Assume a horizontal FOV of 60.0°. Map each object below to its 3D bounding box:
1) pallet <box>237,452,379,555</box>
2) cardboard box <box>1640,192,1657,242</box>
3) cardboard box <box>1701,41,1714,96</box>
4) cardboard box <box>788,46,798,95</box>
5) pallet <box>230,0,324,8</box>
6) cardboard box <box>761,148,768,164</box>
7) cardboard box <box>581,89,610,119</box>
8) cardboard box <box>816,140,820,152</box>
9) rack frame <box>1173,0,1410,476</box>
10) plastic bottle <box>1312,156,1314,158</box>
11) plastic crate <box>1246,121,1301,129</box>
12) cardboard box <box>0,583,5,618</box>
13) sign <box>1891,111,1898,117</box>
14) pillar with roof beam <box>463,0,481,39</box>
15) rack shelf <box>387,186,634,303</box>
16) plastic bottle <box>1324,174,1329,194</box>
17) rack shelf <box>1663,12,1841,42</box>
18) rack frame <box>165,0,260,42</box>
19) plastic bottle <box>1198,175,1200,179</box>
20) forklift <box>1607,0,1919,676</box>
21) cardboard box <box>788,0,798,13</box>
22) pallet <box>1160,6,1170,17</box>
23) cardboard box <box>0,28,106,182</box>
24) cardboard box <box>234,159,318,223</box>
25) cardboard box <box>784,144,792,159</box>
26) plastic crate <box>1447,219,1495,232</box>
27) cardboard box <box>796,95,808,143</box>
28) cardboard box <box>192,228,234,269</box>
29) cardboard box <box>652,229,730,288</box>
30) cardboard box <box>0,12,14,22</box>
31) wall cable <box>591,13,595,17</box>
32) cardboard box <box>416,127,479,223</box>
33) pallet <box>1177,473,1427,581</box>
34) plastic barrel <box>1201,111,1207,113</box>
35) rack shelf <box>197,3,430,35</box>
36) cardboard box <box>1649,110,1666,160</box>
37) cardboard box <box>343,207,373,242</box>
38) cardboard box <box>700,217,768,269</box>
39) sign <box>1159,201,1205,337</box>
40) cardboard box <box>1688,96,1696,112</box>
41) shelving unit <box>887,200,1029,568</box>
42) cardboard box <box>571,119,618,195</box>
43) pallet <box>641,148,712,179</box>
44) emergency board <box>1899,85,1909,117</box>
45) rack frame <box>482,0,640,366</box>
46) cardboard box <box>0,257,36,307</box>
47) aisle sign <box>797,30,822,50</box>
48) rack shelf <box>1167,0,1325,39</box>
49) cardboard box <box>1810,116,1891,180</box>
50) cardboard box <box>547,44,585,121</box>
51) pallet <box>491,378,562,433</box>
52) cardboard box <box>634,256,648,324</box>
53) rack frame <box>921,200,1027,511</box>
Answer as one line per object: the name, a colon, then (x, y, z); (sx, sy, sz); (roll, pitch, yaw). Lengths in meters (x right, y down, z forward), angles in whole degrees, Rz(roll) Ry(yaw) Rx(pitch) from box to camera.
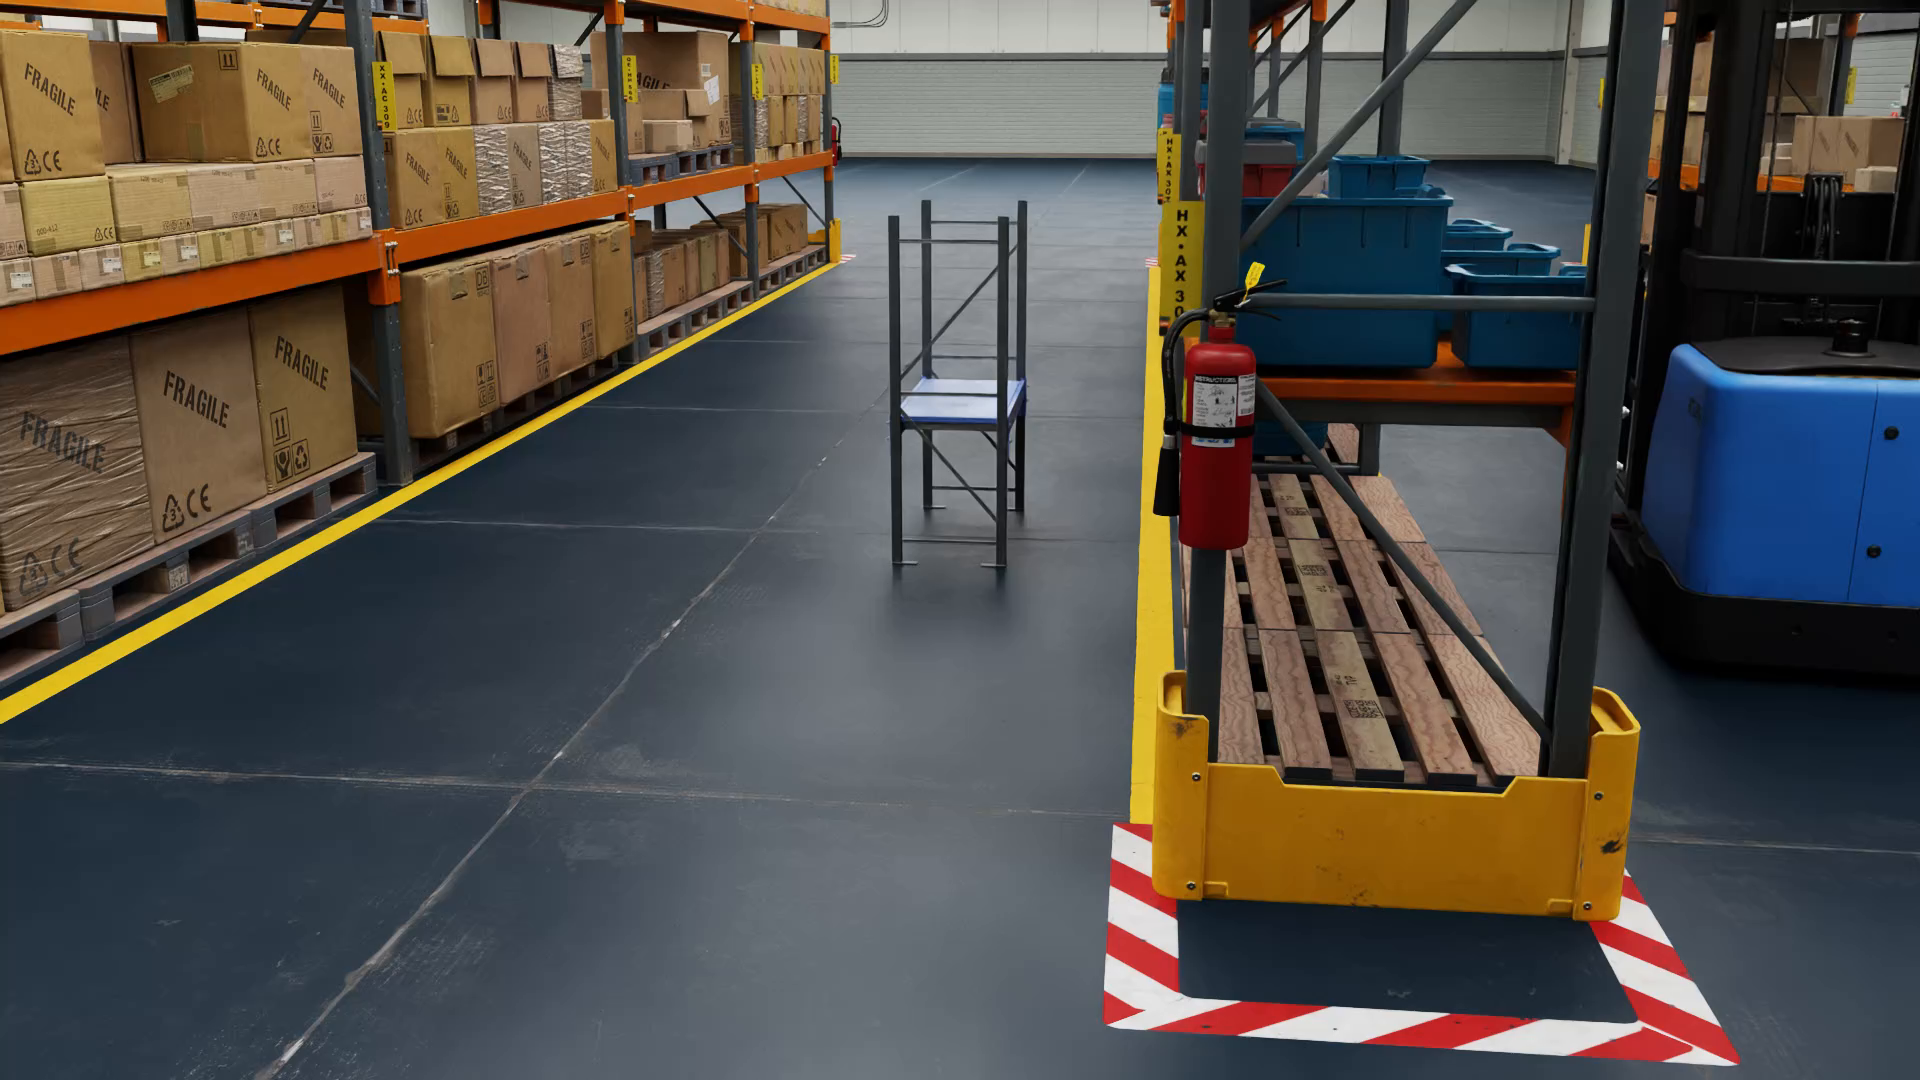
pallet: (-3.549, -0.206, 8.018); (1.003, 0.211, 1.213); (2, 15, 6)
cardboard box: (7.431, -3.411, 17.558); (0.500, 0.500, 0.500); (2, 15, 6)
cardboard box: (7.459, -4.450, 15.695); (0.700, 0.500, 0.500); (2, 15, 6)
cardboard box: (-2.022, -4.995, 17.710); (0.500, 0.500, 0.500); (2, 15, 6)
pallet: (-7.297, -5.611, 17.089); (1.003, 0.211, 1.213); (2, 15, 6)
cardboard box: (-2.119, -3.812, 16.493); (0.380, 0.149, 0.250); (2, 15, 6)
cardboard box: (-2.913, -3.176, 12.666); (0.500, 0.500, 0.500); (0, 15, -1)
cardboard box: (-1.859, -4.658, 19.622); (0.380, 0.149, 0.250); (2, 15, 6)
rack frame: (1.536, -1.601, 7.836); (1.000, 3.000, 0.127); (2, 15, 6)
plastic bottle: (2.339, -2.405, 11.032); (0.061, 0.283, 0.133); (2, 15, 6)
plastic crate: (2.473, -3.079, 13.181); (0.402, 0.464, 0.583); (2, 15, 6)
cardboard box: (-3.844, -0.055, 5.384); (0.875, 0.875, 0.875); (2, 15, 6)
sign: (14.673, -6.568, 26.137); (0.001, 0.329, 0.234); (2, 15, 6)
pillar with roof beam: (-10.122, -15.692, 48.455); (9.100, 9.000, 0.400); (2, 15, 6)
rack shelf: (-3.160, -1.918, 10.387); (1.077, 0.370, 4.000); (2, 15, 6)
plastic bottle: (2.071, -1.890, 9.142); (0.152, 0.276, 0.135); (2, 15, 6)
rack shelf: (7.585, -5.148, 16.587); (1.077, 0.370, 4.000); (2, 15, 6)
rack frame: (-7.400, -3.994, 16.686); (1.000, 3.000, 0.127); (2, 15, 6)
plastic bottle: (1.335, -1.873, 8.937); (0.144, 0.351, 0.185); (2, 15, 6)
forklift: (3.371, -1.280, 6.780); (1.130, 2.935, 3.031); (4, 16, 13)
cardboard box: (-2.005, -5.709, 17.570); (0.500, 0.250, 0.500); (1, 15, 5)
pallet: (2.699, -5.858, 18.196); (1.003, 0.211, 1.213); (2, 15, 6)
cardboard box: (-3.406, -1.523, 5.830); (0.500, 0.500, 0.500); (1, 15, 5)
cardboard box: (-3.231, -1.561, 7.407); (0.500, 0.250, 0.500); (2, 15, 8)
cardboard box: (-2.004, -4.137, 17.695); (0.380, 0.149, 0.250); (2, 15, 6)
plastic crate: (1.622, -0.985, 5.765); (0.416, 0.233, 0.300); (2, 15, 6)
cardboard box: (-2.158, -4.647, 18.341); (0.875, 0.500, 0.500); (2, 15, 6)
cardboard box: (-3.239, -1.203, 6.847); (0.380, 0.149, 0.250); (1, 15, 5)
cardboard box: (-2.574, -2.669, 15.731); (0.700, 0.500, 0.500); (1, 15, 2)
cardboard box: (-11.636, -6.311, 19.991); (0.380, 0.149, 0.250); (2, 15, 7)
wall cable: (-10.065, -17.403, 51.057); (3.097, 2.526, 0.112); (2, 15, 6)
cardboard box: (-3.030, -2.037, 9.258); (0.500, 0.500, 0.500); (2, 15, 6)
pallet: (1.491, -0.063, 7.490); (1.003, 0.211, 1.213); (2, 15, 6)
plastic barrel: (1.981, -3.197, 13.479); (0.433, 0.535, 0.433); (0, 15, 0)
rack shelf: (-7.174, -5.613, 18.306); (1.077, 0.370, 4.000); (2, 15, 6)
cardboard box: (7.629, -4.229, 17.363); (0.700, 0.500, 0.500); (2, 15, 7)
cardboard box: (-3.095, -1.537, 8.080); (0.380, 0.149, 0.250); (2, 15, 7)
cardboard box: (-2.341, -3.069, 17.250); (0.500, 0.500, 0.500); (7, 17, 24)
sign: (0.536, -0.654, 4.022); (0.100, 0.325, 0.005); (2, 15, 6)
cardboard box: (7.294, -4.231, 16.128); (0.380, 0.149, 0.250); (2, 15, 6)
shelving unit: (0.010, -0.746, 7.548); (0.538, 1.500, 1.048); (2, 15, 6)
cardboard box: (-2.744, -2.697, 11.698); (0.500, 0.500, 0.500); (2, 15, 8)
pallet: (-2.752, -3.206, 14.140); (1.003, 0.211, 1.213); (2, 15, 6)
emergency board: (14.508, -6.410, 25.622); (0.194, 1.169, 0.643); (2, 15, 6)
rack frame: (-2.934, -2.784, 12.212); (1.000, 3.000, 0.127); (2, 15, 6)
cardboard box: (-3.385, -0.871, 5.618); (0.380, 0.149, 0.250); (1, 15, 5)
aisle sign: (-1.727, -6.121, 19.573); (0.394, 0.787, 0.004); (2, 15, 6)
rack shelf: (2.213, -4.258, 13.293); (1.077, 0.370, 4.000); (2, 15, 6)
cardboard box: (7.141, -3.112, 13.232); (0.500, 0.500, 0.500); (2, 15, 6)
cardboard box: (-3.033, -3.128, 11.368); (0.797, 0.503, 0.637); (2, 15, 8)
pallet: (-3.238, -0.920, 10.661); (1.003, 0.211, 1.213); (2, 15, 6)
cardboard box: (-2.879, -1.964, 13.126); (0.700, 0.500, 0.500); (1, 15, 3)
rack frame: (0.067, -0.878, 8.036); (0.500, 1.500, 0.032); (2, 15, 6)
